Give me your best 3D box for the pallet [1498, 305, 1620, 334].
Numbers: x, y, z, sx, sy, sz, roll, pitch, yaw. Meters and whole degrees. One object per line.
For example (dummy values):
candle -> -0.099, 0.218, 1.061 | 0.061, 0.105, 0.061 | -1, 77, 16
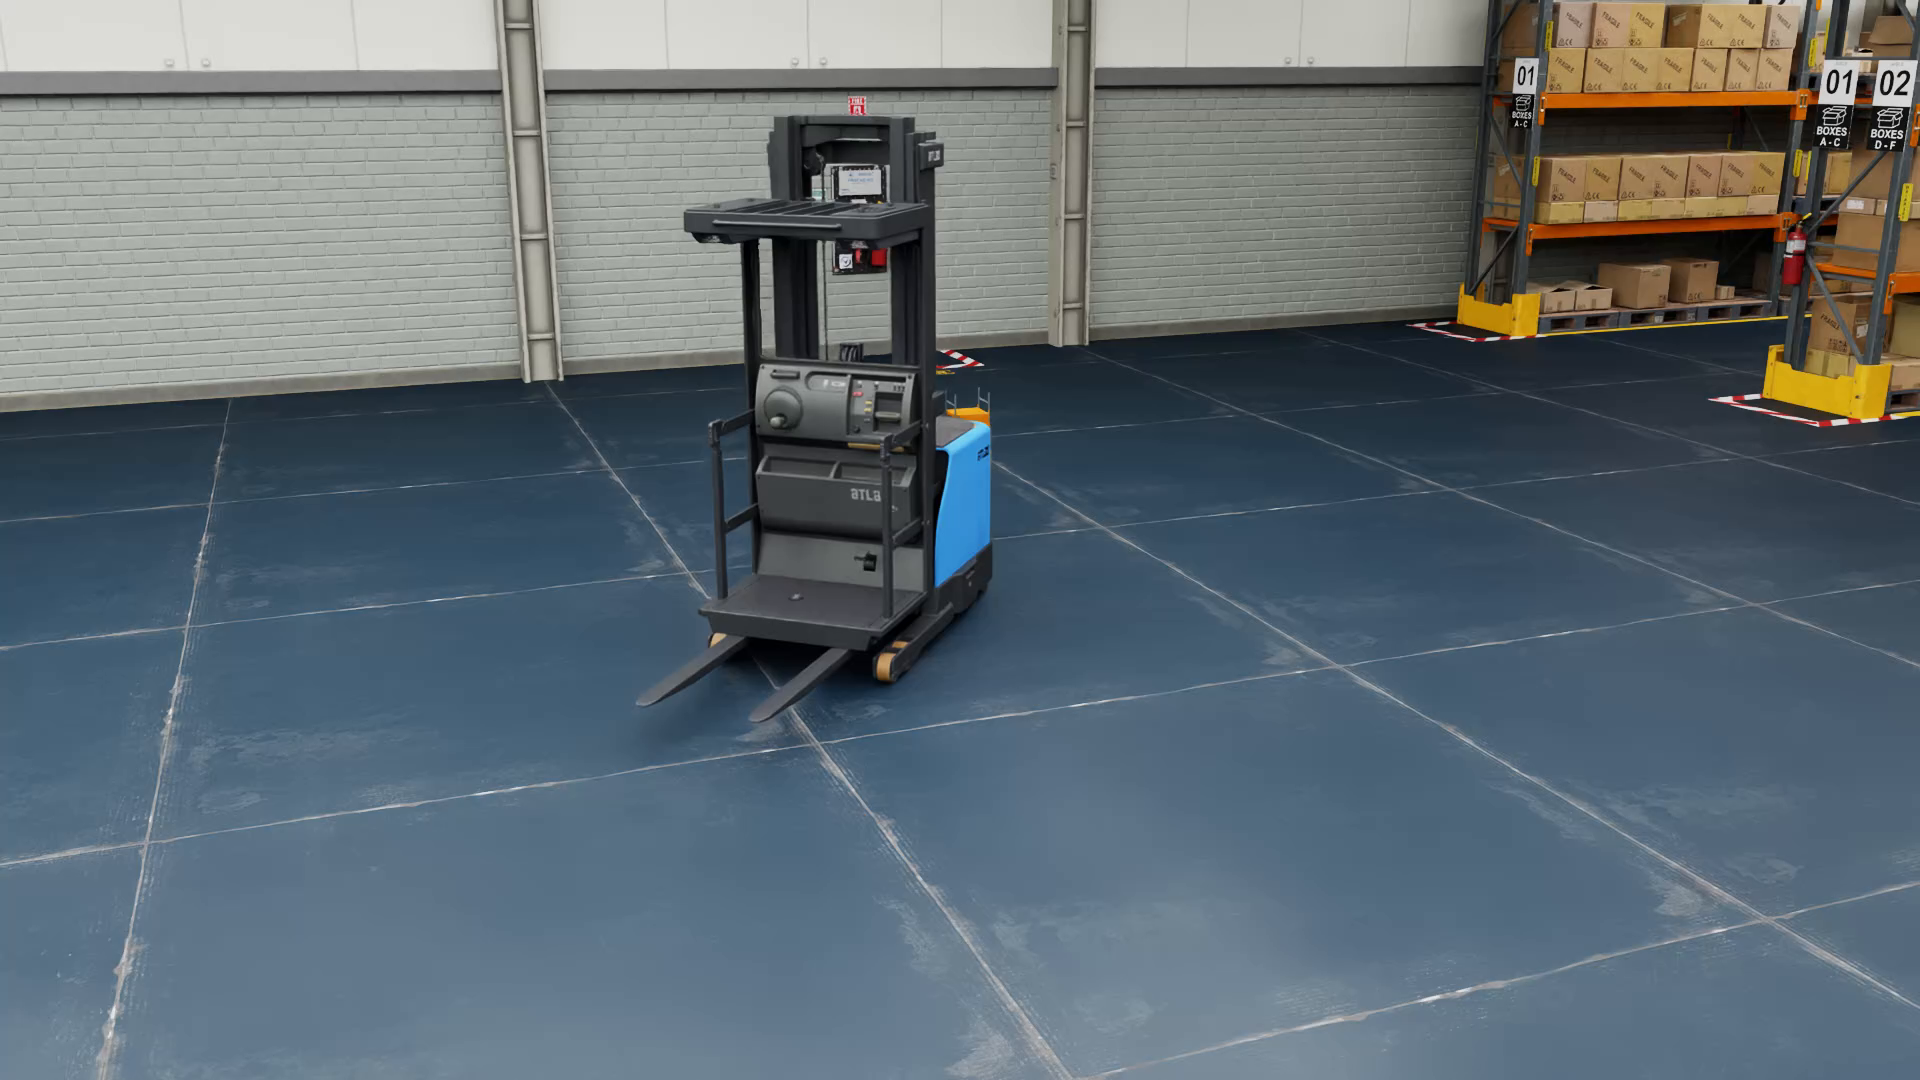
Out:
pallet -> 7.360, -2.771, 20.660 | 1.213, 0.211, 1.003 | -6, 17, -20

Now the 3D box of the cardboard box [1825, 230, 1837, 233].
cardboard box -> 11.829, -3.981, 22.156 | 0.500, 0.250, 0.500 | -7, 18, -22

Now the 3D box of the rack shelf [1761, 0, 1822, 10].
rack shelf -> 12.120, -6.975, 21.366 | 4.000, 0.370, 1.077 | -6, 17, -20

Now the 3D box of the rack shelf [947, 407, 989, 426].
rack shelf -> 0.050, -0.771, 11.392 | 0.240, 0.259, 0.215 | -6, 17, -20

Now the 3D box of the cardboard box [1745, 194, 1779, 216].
cardboard box -> 9.919, -4.242, 20.951 | 0.500, 0.250, 0.500 | -6, 17, -20

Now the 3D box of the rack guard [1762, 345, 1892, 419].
rack guard -> 8.271, -1.524, 15.901 | 0.348, 0.500, 1.175 | -6, 17, -20

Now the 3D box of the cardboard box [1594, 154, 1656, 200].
cardboard box -> 8.021, -4.393, 20.134 | 0.500, 0.500, 0.500 | -7, 18, -22

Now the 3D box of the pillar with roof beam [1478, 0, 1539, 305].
pillar with roof beam -> 8.402, -6.073, 16.307 | 0.400, 9.000, 9.100 | -6, 17, -20

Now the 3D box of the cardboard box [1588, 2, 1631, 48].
cardboard box -> 7.451, -6.018, 19.455 | 0.500, 0.500, 0.500 | -6, 18, -21

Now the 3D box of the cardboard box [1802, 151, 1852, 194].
cardboard box -> 11.265, -4.788, 21.621 | 0.500, 0.500, 0.700 | -4, 17, -14

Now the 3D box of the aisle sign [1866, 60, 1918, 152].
aisle sign -> 8.342, -3.886, 14.893 | 0.004, 0.787, 0.394 | -6, 17, -20

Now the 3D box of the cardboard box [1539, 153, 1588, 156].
cardboard box -> 7.355, -4.478, 20.423 | 0.500, 0.500, 0.500 | -6, 17, -19

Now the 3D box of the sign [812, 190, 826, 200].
sign -> -1.608, -3.724, 17.951 | 0.331, 0.109, 0.001 | -6, 17, -20

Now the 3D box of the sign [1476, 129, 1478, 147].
sign -> 6.338, -4.884, 20.290 | 0.005, 0.325, 0.100 | -6, 17, -20

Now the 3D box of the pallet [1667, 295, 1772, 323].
pallet -> 9.638, -3.017, 21.498 | 1.213, 0.211, 1.003 | -6, 17, -20

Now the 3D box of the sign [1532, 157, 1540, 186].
sign -> 6.712, -4.301, 19.386 | 0.005, 0.325, 0.100 | -6, 17, -20

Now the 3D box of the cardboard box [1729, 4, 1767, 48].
cardboard box -> 9.371, -6.228, 20.173 | 0.500, 0.500, 0.500 | -5, 17, -17

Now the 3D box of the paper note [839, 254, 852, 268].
paper note -> -1.252, -3.061, 18.260 | 0.142, 0.148, 0.016 | -6, 17, -20

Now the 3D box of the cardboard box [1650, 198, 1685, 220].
cardboard box -> 8.517, -4.088, 20.427 | 0.500, 0.250, 0.500 | -6, 17, -20

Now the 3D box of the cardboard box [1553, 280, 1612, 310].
cardboard box -> 7.728, -3.053, 20.663 | 0.500, 0.311, 0.500 | -5, 17, -15

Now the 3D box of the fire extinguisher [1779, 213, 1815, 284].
fire extinguisher -> 8.017, -2.799, 15.943 | 0.183, 0.674, 0.296 | -6, 17, -20

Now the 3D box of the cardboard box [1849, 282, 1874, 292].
cardboard box -> 11.890, -3.628, 22.286 | 0.500, 0.500, 0.700 | -6, 17, -19

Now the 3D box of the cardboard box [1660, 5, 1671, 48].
cardboard box -> 8.273, -6.268, 20.308 | 0.500, 0.500, 0.500 | -6, 17, -20

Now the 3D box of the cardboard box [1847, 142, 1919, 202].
cardboard box -> 8.784, -3.445, 15.527 | 0.500, 0.500, 0.700 | -6, 17, -20

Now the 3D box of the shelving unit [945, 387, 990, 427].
shelving unit -> 0.050, -0.509, 11.469 | 0.252, 1.050, 0.215 | -6, 17, -20

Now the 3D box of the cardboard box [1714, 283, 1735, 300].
cardboard box -> 9.764, -3.222, 21.494 | 0.250, 0.166, 0.380 | -9, 18, -27

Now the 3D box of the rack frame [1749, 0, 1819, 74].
rack frame -> 10.253, -7.310, 20.522 | 0.127, 3.000, 1.000 | -6, 17, -20

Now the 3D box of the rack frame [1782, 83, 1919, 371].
rack frame -> 8.294, -2.726, 15.557 | 0.127, 3.000, 1.000 | -6, 17, -20

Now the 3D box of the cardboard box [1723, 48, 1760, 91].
cardboard box -> 9.393, -5.765, 20.371 | 0.500, 0.500, 0.500 | -8, 18, -25

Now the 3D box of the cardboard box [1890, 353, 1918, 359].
cardboard box -> 9.340, -1.655, 16.045 | 0.500, 0.250, 0.500 | -6, 17, -20

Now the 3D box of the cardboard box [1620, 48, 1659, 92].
cardboard box -> 7.917, -5.592, 19.779 | 0.500, 0.500, 0.500 | -5, 17, -18

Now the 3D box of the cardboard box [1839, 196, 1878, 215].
cardboard box -> 8.582, -3.174, 15.753 | 0.250, 0.149, 0.380 | -6, 18, -21

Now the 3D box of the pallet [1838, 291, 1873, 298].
pallet -> 12.120, -3.297, 22.451 | 1.213, 0.211, 1.003 | -6, 17, -20

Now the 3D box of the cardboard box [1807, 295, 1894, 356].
cardboard box -> 8.688, -2.100, 16.230 | 0.500, 0.500, 0.500 | -6, 17, -20

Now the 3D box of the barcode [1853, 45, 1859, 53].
barcode -> 8.403, -4.601, 15.588 | 0.075, 0.075, 0.001 | -6, 17, -20

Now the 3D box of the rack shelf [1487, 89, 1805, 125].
rack shelf -> 8.385, -5.324, 20.359 | 4.000, 0.370, 1.077 | -6, 17, -20

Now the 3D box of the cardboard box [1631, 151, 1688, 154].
cardboard box -> 8.788, -4.637, 20.965 | 0.500, 0.500, 0.500 | -6, 17, -19

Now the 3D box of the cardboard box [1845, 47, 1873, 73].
cardboard box -> 11.367, -6.126, 21.225 | 0.500, 0.311, 0.500 | -6, 17, -18

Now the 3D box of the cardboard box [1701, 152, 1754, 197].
cardboard box -> 9.458, -4.549, 20.664 | 0.500, 0.500, 0.500 | -6, 17, -20

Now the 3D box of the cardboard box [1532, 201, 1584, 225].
cardboard box -> 7.087, -3.932, 19.895 | 0.500, 0.250, 0.500 | -7, 18, -22

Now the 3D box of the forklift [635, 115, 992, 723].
forklift -> -0.763, -0.764, 8.996 | 1.130, 2.935, 3.031 | 6, 17, 19

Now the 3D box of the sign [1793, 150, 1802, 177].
sign -> 10.454, -4.705, 20.762 | 0.005, 0.325, 0.100 | -6, 17, -20
